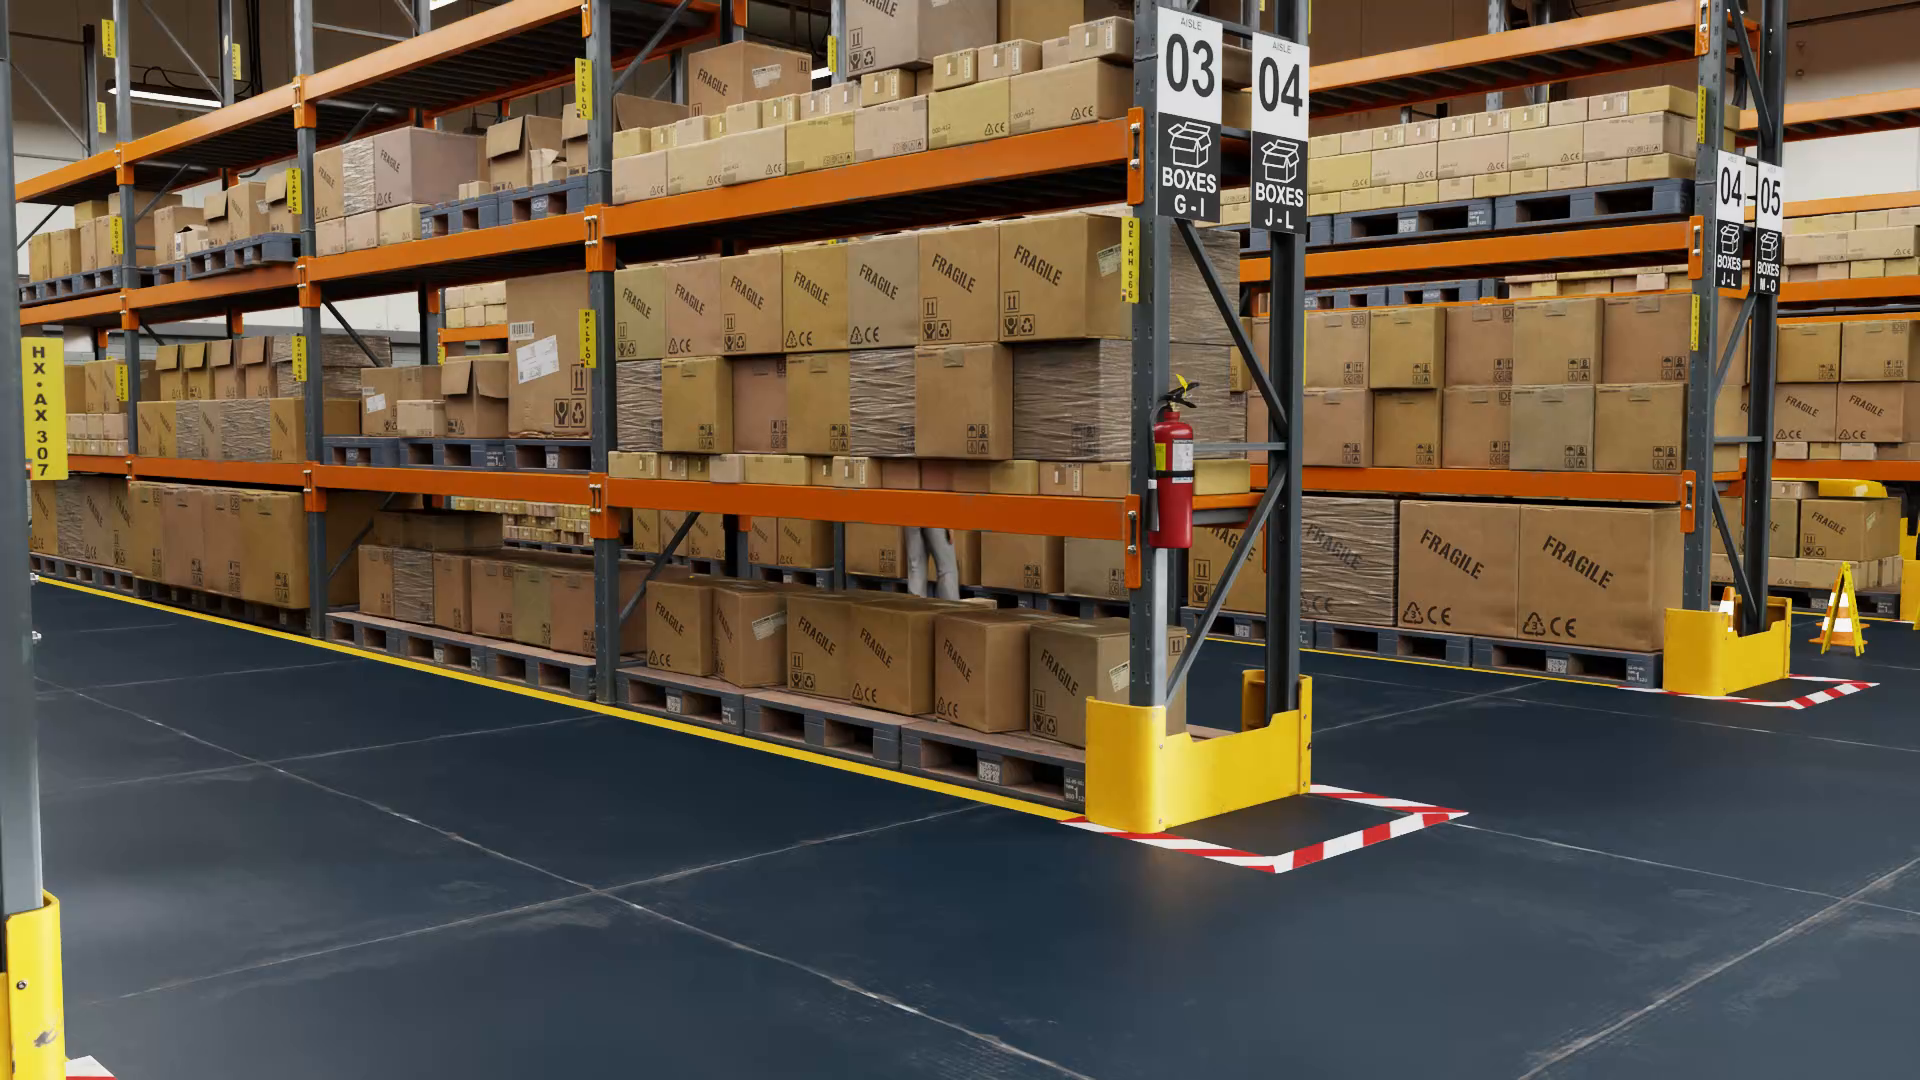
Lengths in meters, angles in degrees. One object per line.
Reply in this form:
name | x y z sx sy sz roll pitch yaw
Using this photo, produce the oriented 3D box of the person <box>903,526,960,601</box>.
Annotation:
person | -0.204 -0.108 12.463 0.486 1.672 0.465 3 5 33
